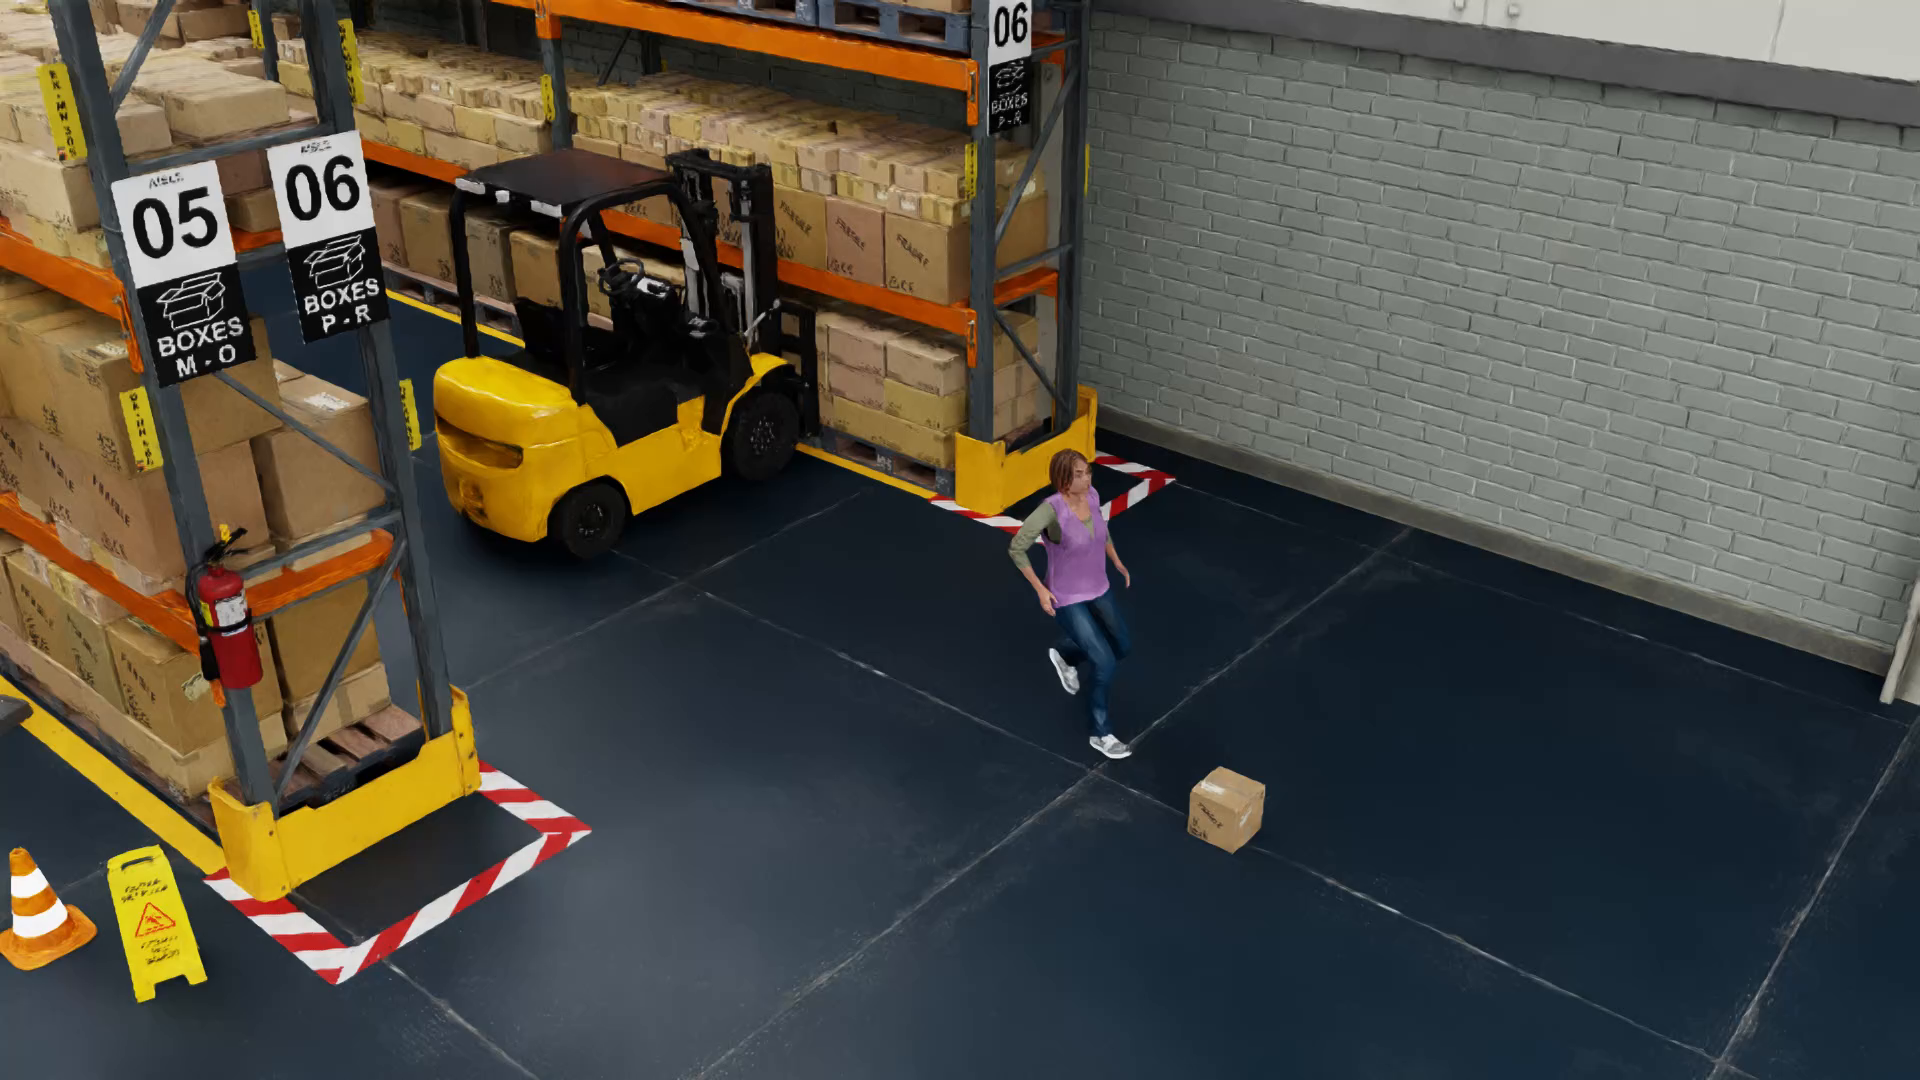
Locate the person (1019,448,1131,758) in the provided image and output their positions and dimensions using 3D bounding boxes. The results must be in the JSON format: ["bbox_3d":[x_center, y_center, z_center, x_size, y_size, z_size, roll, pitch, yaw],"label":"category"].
[{"bbox_3d":[0.657,0.281,8.159,0.719,1.497,0.511,21,34,34],"label":"person"}]
